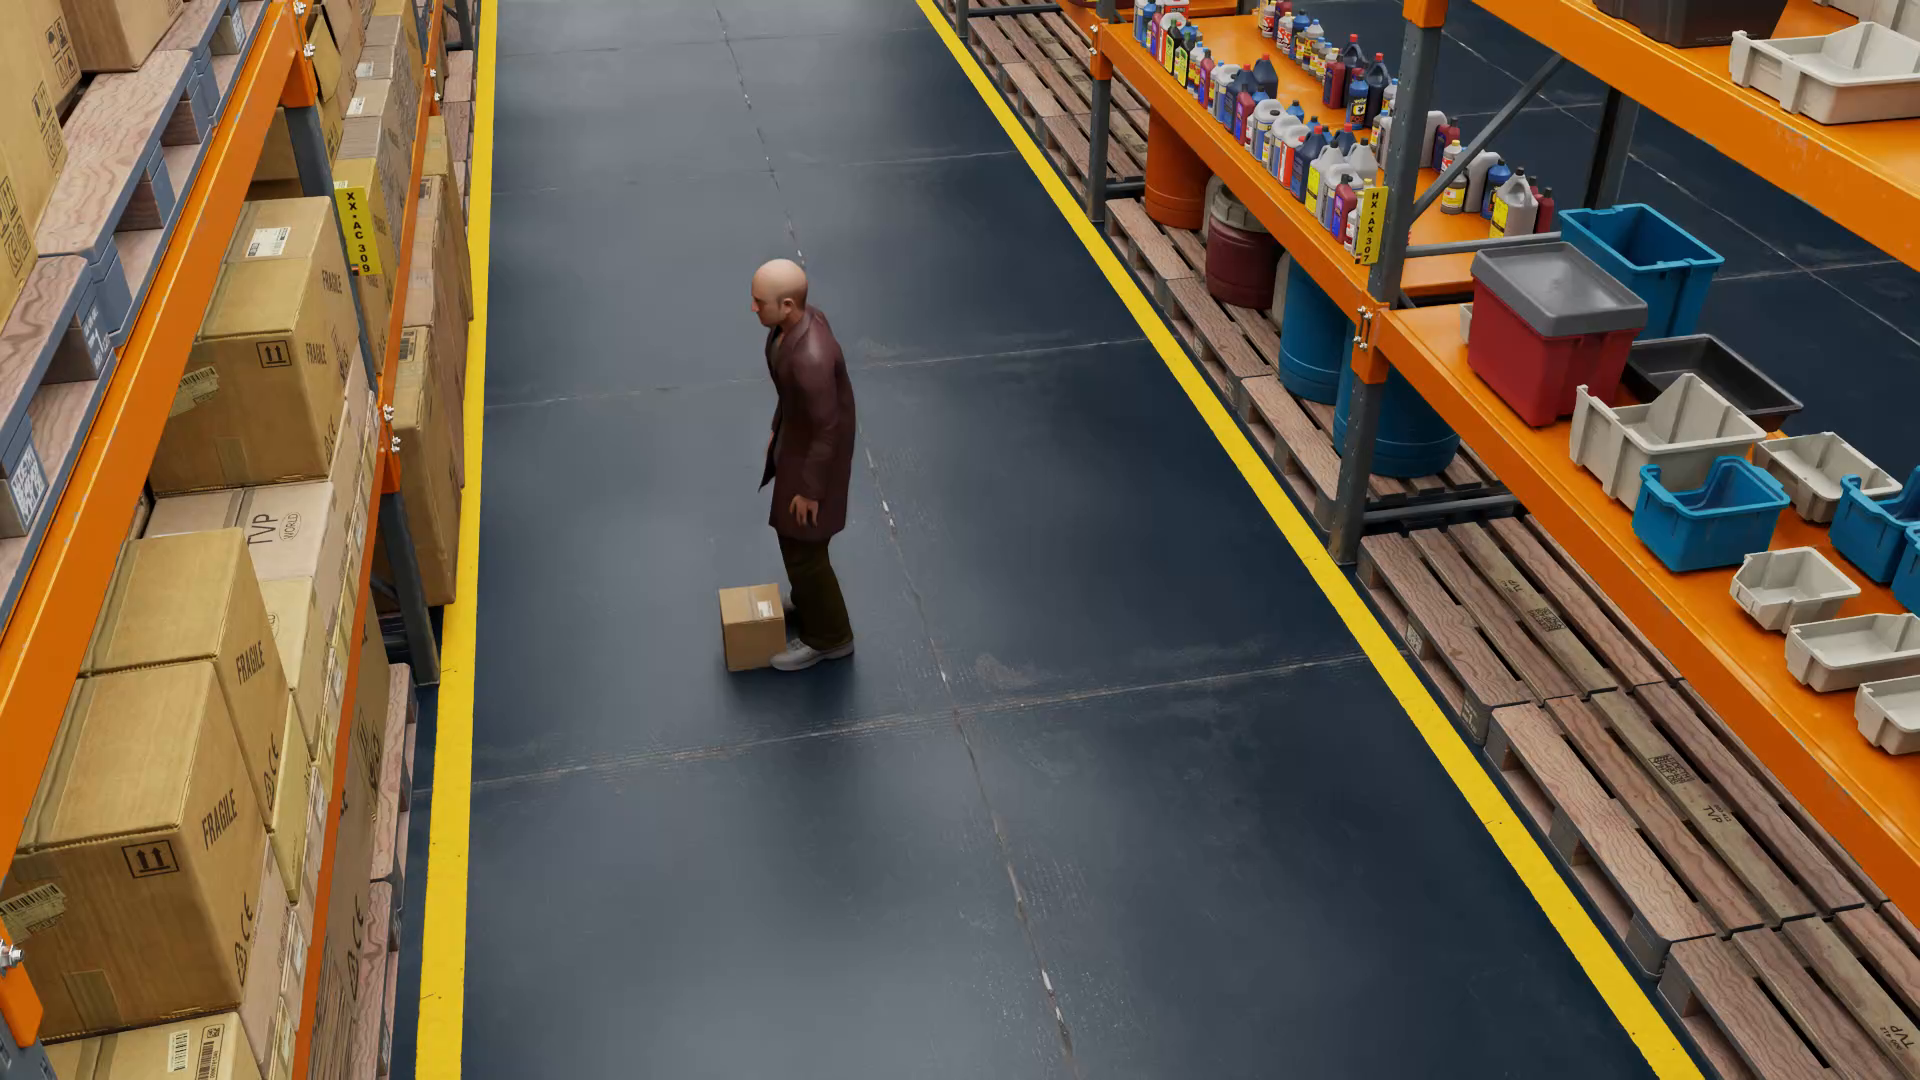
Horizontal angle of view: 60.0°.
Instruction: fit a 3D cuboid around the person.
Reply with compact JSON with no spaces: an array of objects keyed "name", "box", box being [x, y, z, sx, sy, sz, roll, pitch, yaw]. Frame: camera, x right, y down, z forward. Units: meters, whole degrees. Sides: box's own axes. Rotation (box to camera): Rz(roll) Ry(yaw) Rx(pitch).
[{"name":"person","box":[-0.627,-0.303,6.607,0.427,1.773,0.628,-8,35,-12]}]
